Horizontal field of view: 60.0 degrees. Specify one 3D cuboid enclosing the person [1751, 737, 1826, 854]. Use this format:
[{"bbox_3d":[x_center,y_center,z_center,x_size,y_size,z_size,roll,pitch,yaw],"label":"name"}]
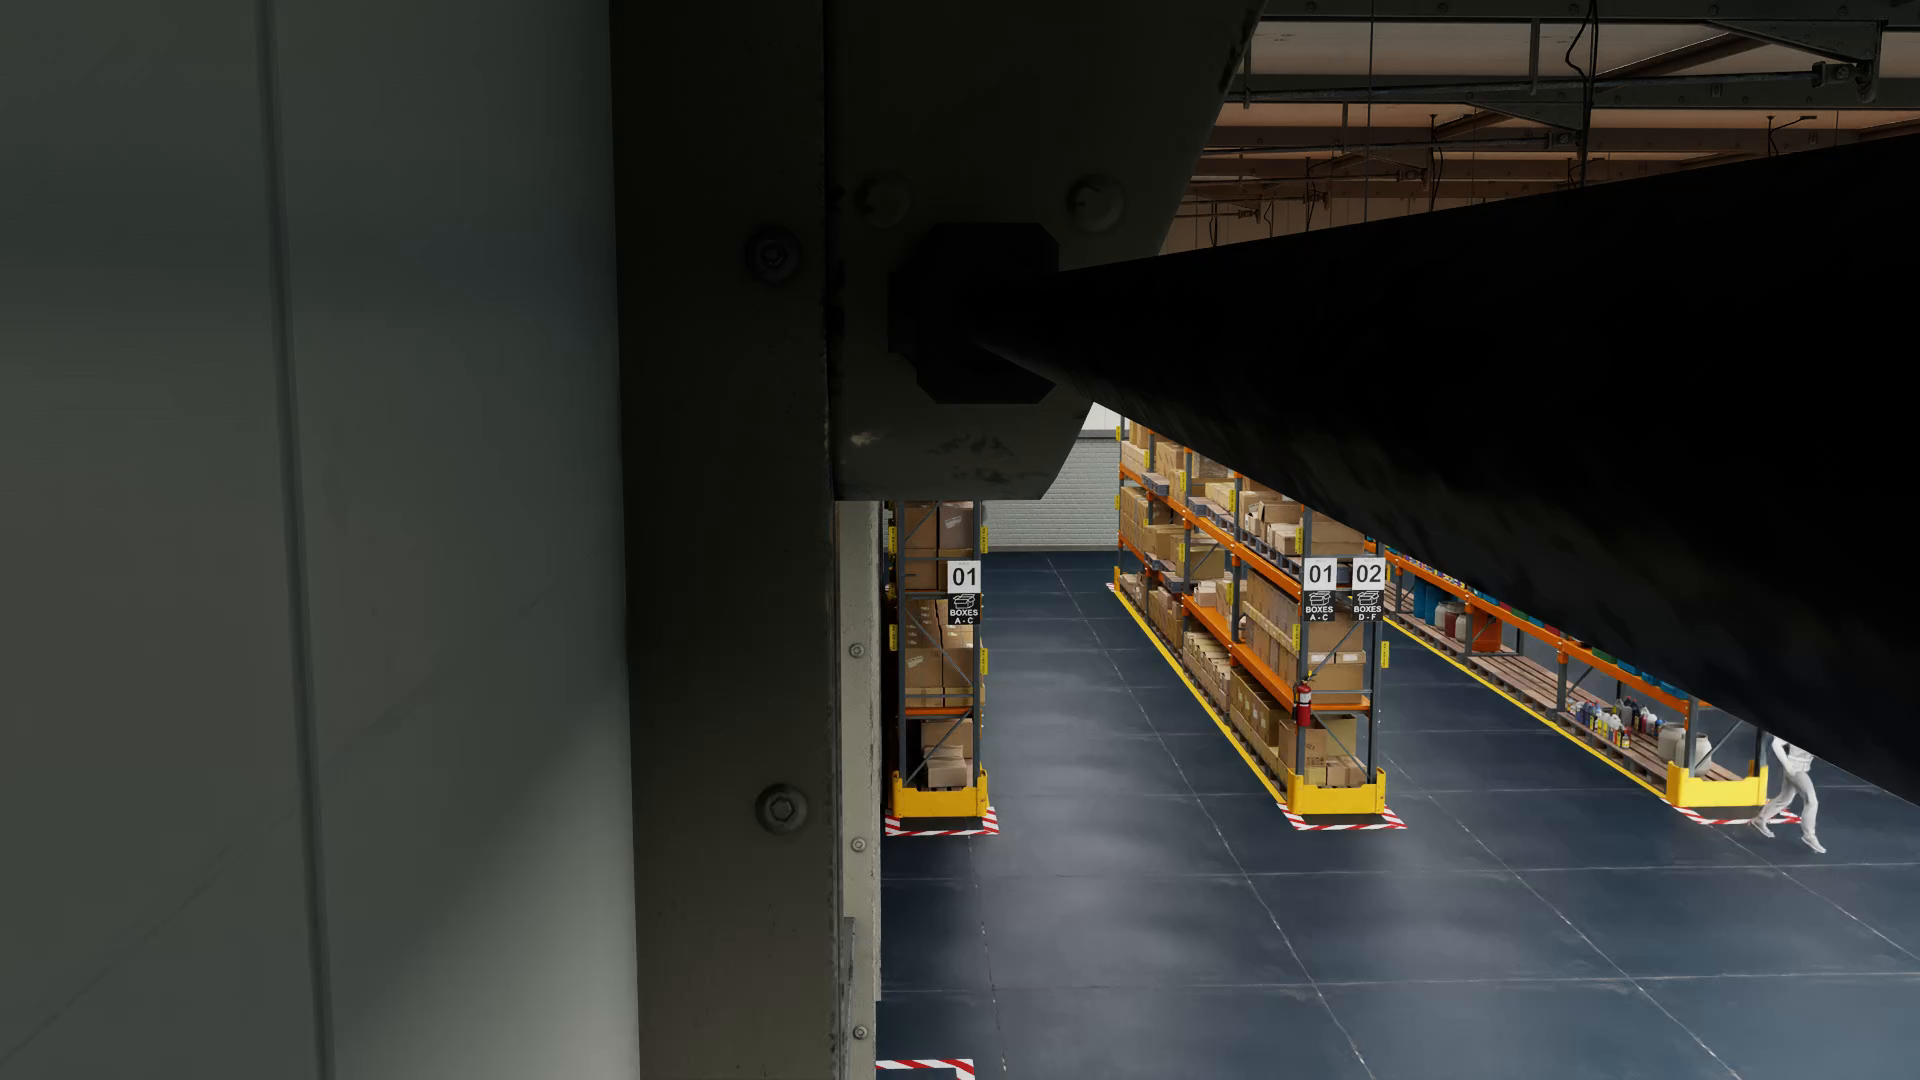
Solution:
[{"bbox_3d":[9.728,2.706,19.396,0.825,1.731,0.612,6,10,34],"label":"person"}]
